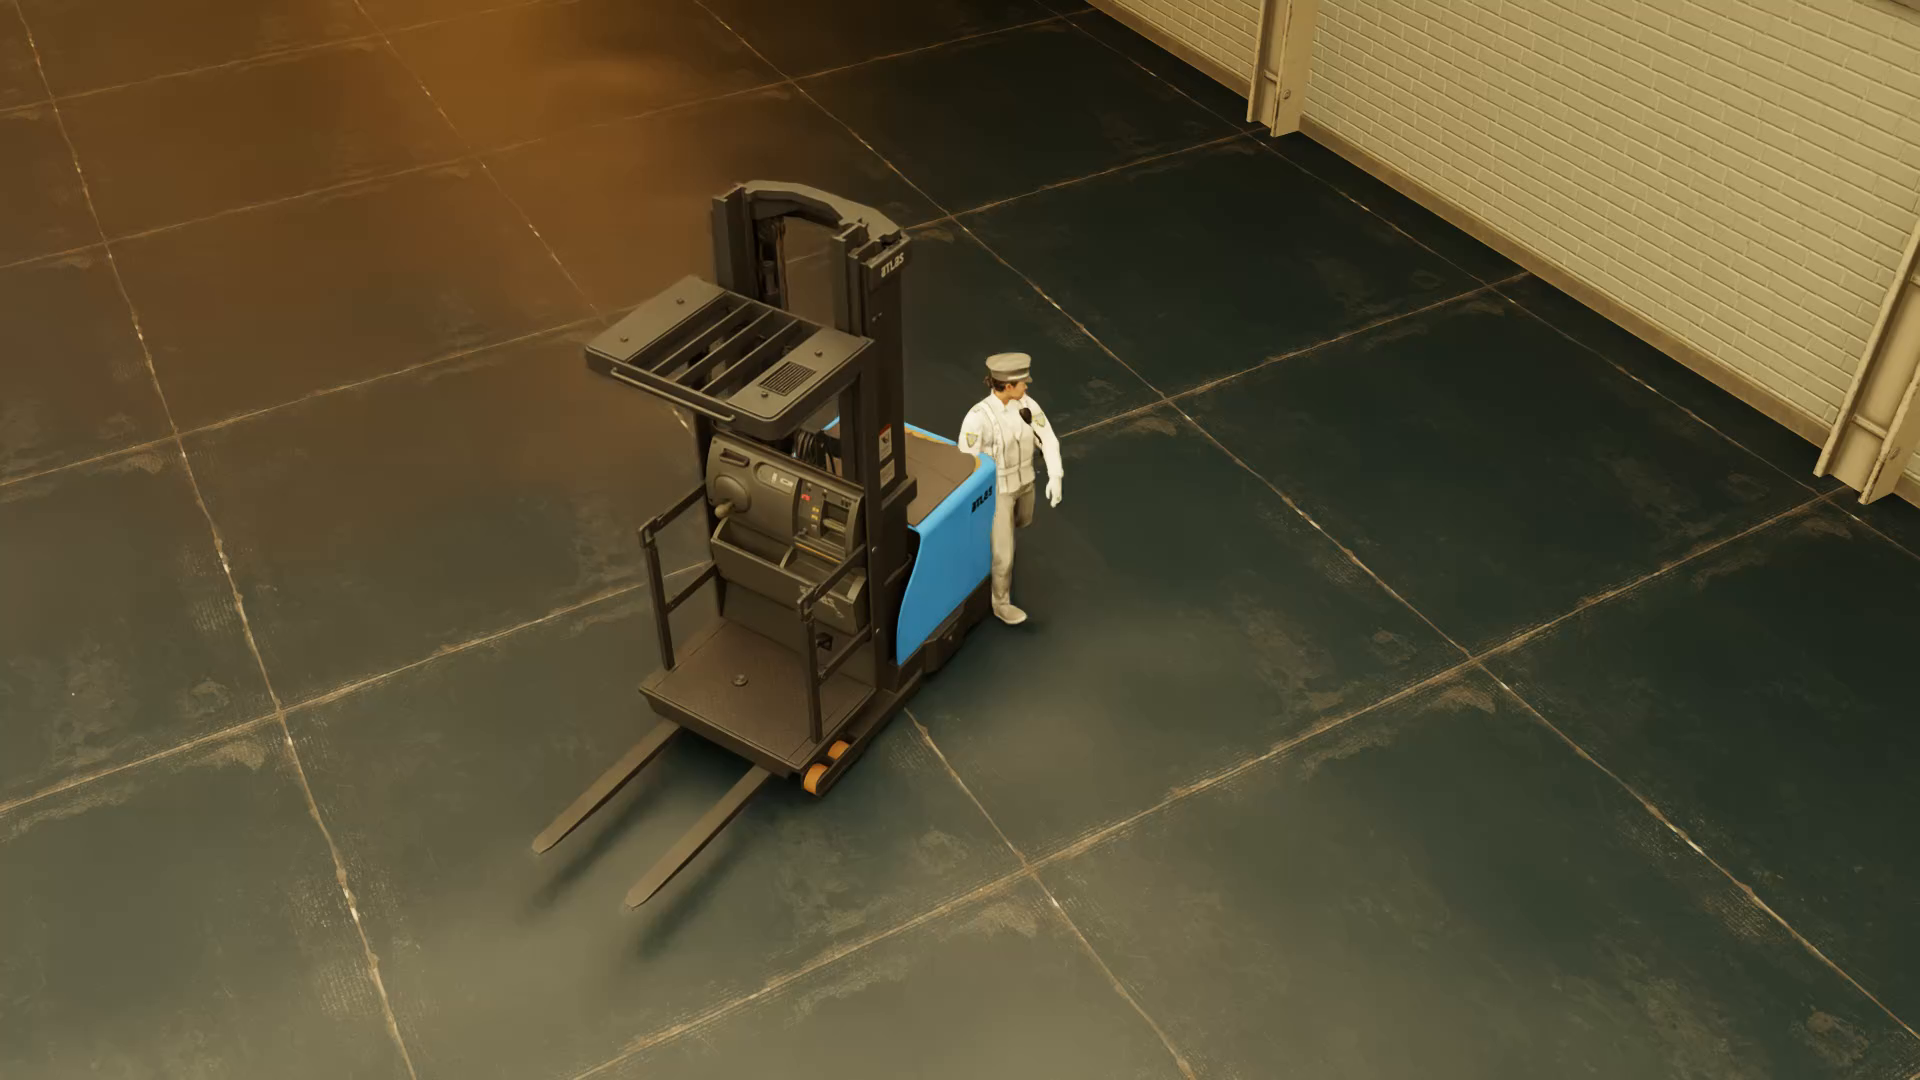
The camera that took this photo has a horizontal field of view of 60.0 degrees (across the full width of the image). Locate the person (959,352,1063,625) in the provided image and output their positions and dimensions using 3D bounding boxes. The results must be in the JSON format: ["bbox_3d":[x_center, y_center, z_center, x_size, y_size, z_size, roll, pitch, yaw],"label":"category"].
[{"bbox_3d":[0.230,-0.286,9.455,0.818,1.578,0.644,32,49,32],"label":"person"}]

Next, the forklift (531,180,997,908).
[{"bbox_3d":[-1.005,-0.138,8.203,1.130,2.935,3.031,22,45,25],"label":"forklift"}]
